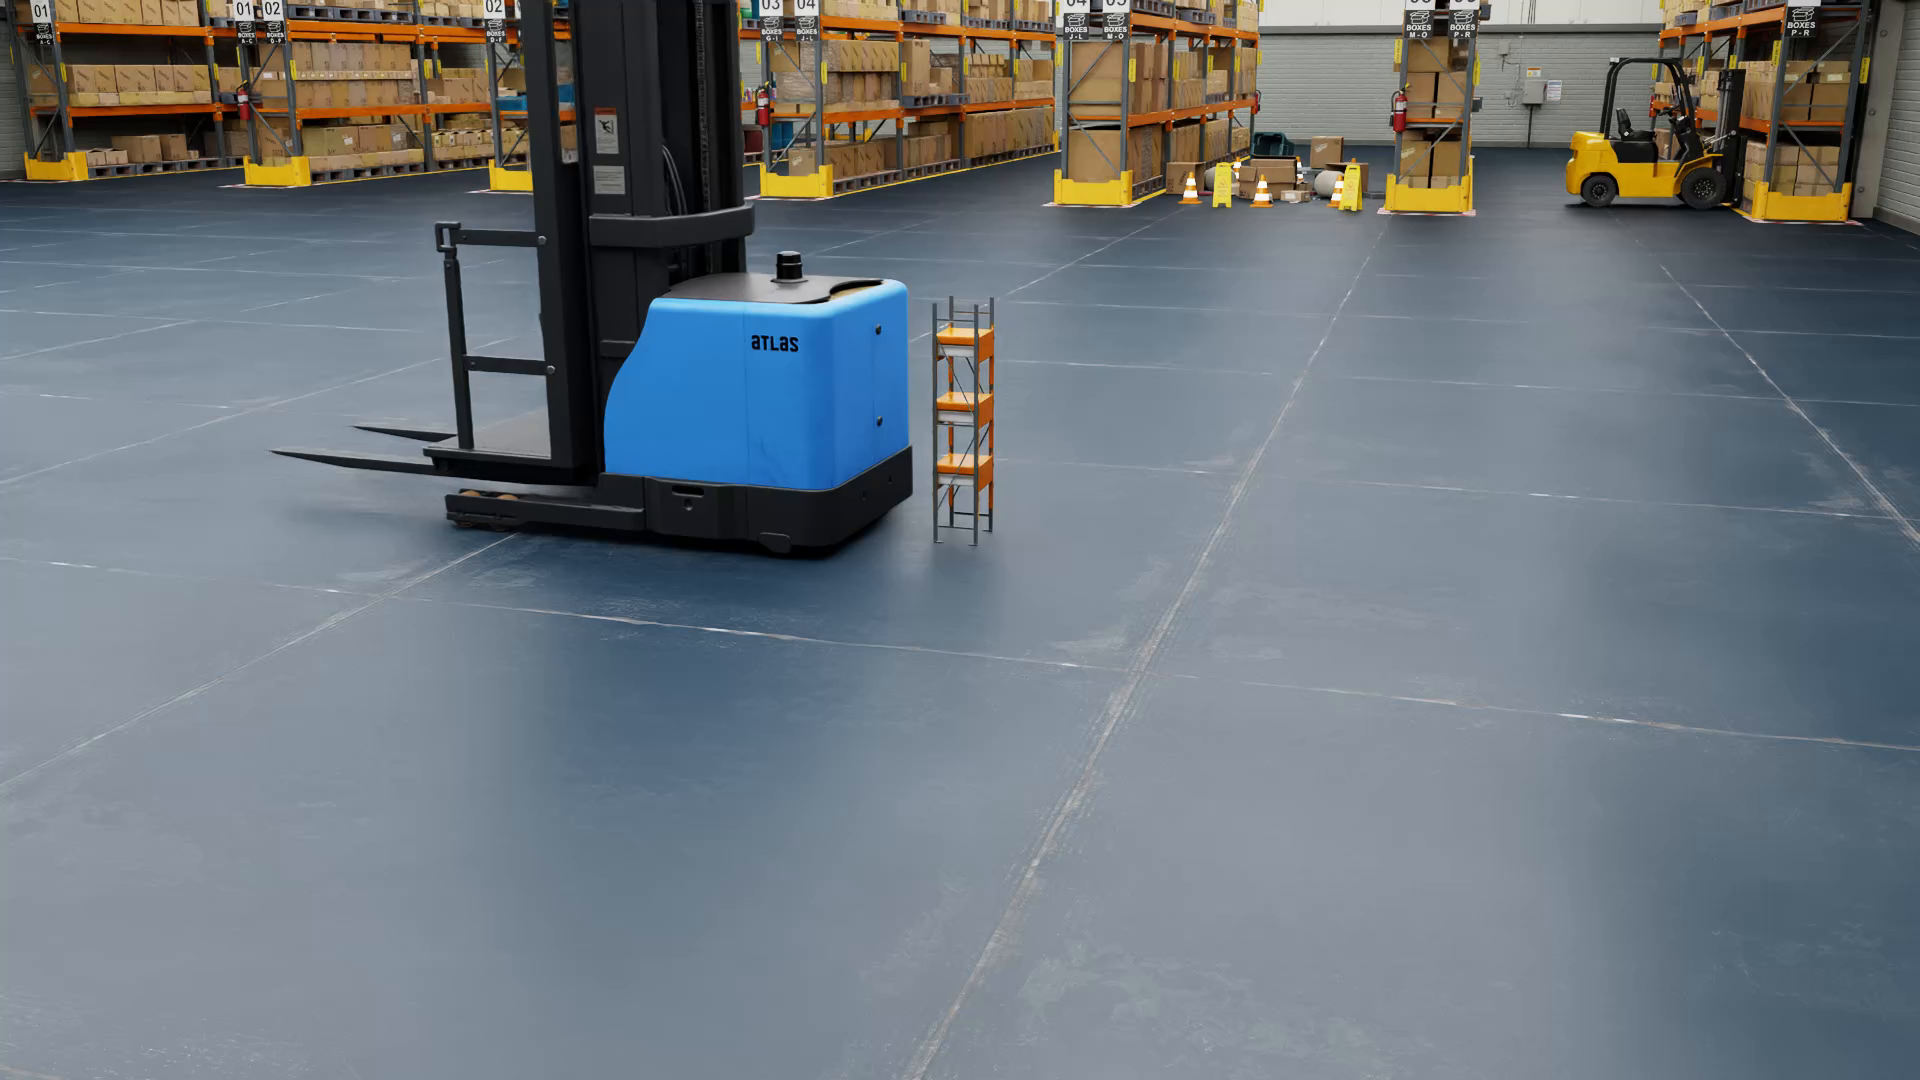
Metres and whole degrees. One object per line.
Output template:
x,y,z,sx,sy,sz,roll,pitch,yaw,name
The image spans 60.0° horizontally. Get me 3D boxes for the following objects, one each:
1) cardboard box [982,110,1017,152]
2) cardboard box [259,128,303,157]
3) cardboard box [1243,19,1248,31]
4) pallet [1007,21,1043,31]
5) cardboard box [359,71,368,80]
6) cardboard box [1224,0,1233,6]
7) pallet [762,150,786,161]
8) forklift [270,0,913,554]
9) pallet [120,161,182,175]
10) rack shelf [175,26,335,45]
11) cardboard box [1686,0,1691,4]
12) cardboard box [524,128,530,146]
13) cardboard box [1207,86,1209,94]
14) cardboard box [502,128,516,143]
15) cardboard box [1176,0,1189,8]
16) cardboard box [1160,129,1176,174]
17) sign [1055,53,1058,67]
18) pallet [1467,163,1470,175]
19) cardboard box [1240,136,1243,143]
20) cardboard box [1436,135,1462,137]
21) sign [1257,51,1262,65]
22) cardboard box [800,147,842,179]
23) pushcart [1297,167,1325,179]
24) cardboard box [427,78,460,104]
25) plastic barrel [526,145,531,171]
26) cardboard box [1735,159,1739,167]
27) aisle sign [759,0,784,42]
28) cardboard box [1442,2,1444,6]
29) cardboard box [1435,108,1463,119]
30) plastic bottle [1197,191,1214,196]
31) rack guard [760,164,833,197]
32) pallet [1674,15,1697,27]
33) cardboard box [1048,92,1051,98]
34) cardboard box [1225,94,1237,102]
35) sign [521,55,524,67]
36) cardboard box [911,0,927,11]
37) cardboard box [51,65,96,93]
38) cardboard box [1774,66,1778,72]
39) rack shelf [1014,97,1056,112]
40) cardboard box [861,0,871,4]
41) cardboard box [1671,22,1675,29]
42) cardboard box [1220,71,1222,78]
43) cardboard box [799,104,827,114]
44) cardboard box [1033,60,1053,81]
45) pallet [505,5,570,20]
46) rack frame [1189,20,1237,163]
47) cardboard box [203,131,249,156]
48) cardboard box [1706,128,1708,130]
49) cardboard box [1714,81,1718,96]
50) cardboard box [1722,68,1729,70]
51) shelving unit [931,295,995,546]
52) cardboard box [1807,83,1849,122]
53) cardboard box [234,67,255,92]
0.568,-9.183,37.333,1.225,0.875,0.875,5,16,16,cardboard box
-12.309,-7.206,30.131,0.500,0.500,0.500,5,16,16,cardboard box
6.143,-11.499,37.153,0.500,0.250,0.500,5,17,18,cardboard box
1.322,-12.104,39.173,1.003,0.211,1.213,5,16,16,pallet
-11.346,-8.719,31.201,0.380,0.149,0.250,5,17,18,cardboard box
5.773,-11.622,35.938,0.380,0.149,0.250,4,16,15,cardboard box
-4.622,-8.696,37.602,1.003,0.211,1.213,5,16,16,pallet
-1.797,-1.576,7.515,3.031,2.935,1.130,5,17,19,forklift
-16.292,-7.392,33.003,1.003,0.211,1.213,5,16,16,pallet
-15.222,-10.852,35.914,1.077,0.370,4.000,5,16,16,rack shelf
14.319,-10.484,32.259,0.380,0.149,0.250,4,16,15,cardboard box
-9.499,-9.001,37.342,0.500,0.500,0.500,5,17,18,cardboard box
4.794,-9.038,33.389,0.380,0.149,0.250,5,17,19,cardboard box
-9.957,-8.752,35.929,0.500,0.311,0.500,4,16,15,cardboard box
3.919,-9.770,30.074,0.396,0.266,0.258,5,16,16,cardboard box
3.274,-6.958,29.715,1.050,0.750,0.750,5,16,16,cardboard box
2.384,-11.844,41.035,0.100,0.325,0.005,5,16,16,sign
9.392,-7.216,32.385,1.003,0.211,1.213,5,16,16,pallet
6.295,-9.209,38.209,0.380,0.149,0.250,5,17,16,cardboard box
7.905,-6.242,26.735,0.500,0.500,0.500,5,17,17,cardboard box
7.121,-11.469,39.565,0.100,0.325,0.005,5,16,16,sign
-2.349,-6.354,28.044,0.500,0.500,0.500,10,18,30,cardboard box
5.759,-6.213,28.543,1.648,0.377,0.936,-1,16,-3,pushcart
-10.656,-9.234,34.205,0.500,0.500,0.500,6,17,20,cardboard box
-7.314,-6.600,28.892,0.421,0.512,0.421,0,16,0,plastic barrel
11.846,-5.550,24.751,0.500,0.250,0.500,5,16,16,cardboard box
-2.985,-8.291,26.298,0.394,0.787,0.004,5,16,16,aisle sign
7.279,-8.465,25.911,0.500,0.250,0.500,5,17,16,cardboard box
7.117,-6.216,24.209,0.380,0.149,0.250,5,16,16,cardboard box
4.037,-5.673,27.219,0.283,0.061,0.133,-1,16,-3,plastic bottle
-2.658,-5.850,27.039,1.175,0.500,0.348,5,16,16,rack guard
14.740,-10.208,32.667,1.213,0.211,1.003,5,16,16,pallet
2.010,-10.911,40.762,0.380,0.149,0.250,5,17,16,cardboard box
5.852,-9.689,36.453,0.380,0.149,0.250,5,17,18,cardboard box
-11.863,-12.997,45.097,0.100,0.325,0.005,5,16,16,sign
-1.047,-10.136,31.112,0.797,0.503,0.637,5,17,18,cardboard box
-16.503,-8.585,30.964,0.500,0.500,0.500,5,16,16,cardboard box
11.522,-6.561,23.046,0.380,0.149,0.250,5,16,16,cardboard box
1.299,-10.350,39.639,1.077,0.370,4.000,5,16,16,rack shelf
-1.728,-9.190,28.278,0.380,0.149,0.250,5,17,18,cardboard box
15.221,-10.864,35.099,0.380,0.149,0.250,5,17,17,cardboard box
5.305,-9.802,34.991,0.380,0.149,0.250,5,16,16,cardboard box
-2.370,-6.968,26.860,0.380,0.149,0.250,5,16,16,cardboard box
1.981,-11.503,40.742,0.500,0.500,0.500,5,17,17,cardboard box
-7.099,-8.978,28.335,1.003,0.211,1.213,5,16,16,pallet
5.458,-9.761,36.247,1.000,3.000,0.127,5,16,16,rack frame
-15.597,-8.435,35.345,0.700,0.500,0.500,5,17,18,cardboard box
15.095,-8.144,33.166,0.380,0.149,0.250,5,16,16,cardboard box
13.065,-7.643,28.136,0.500,0.250,0.500,5,17,17,cardboard box
14.152,-8.346,30.305,0.500,0.500,0.500,5,17,18,cardboard box
0.015,-0.519,7.235,0.215,1.050,0.252,5,16,16,shelving unit
11.989,-6.037,22.932,0.500,0.500,0.500,5,17,18,cardboard box
-15.447,-9.768,35.280,0.700,0.500,0.500,6,17,22,cardboard box
